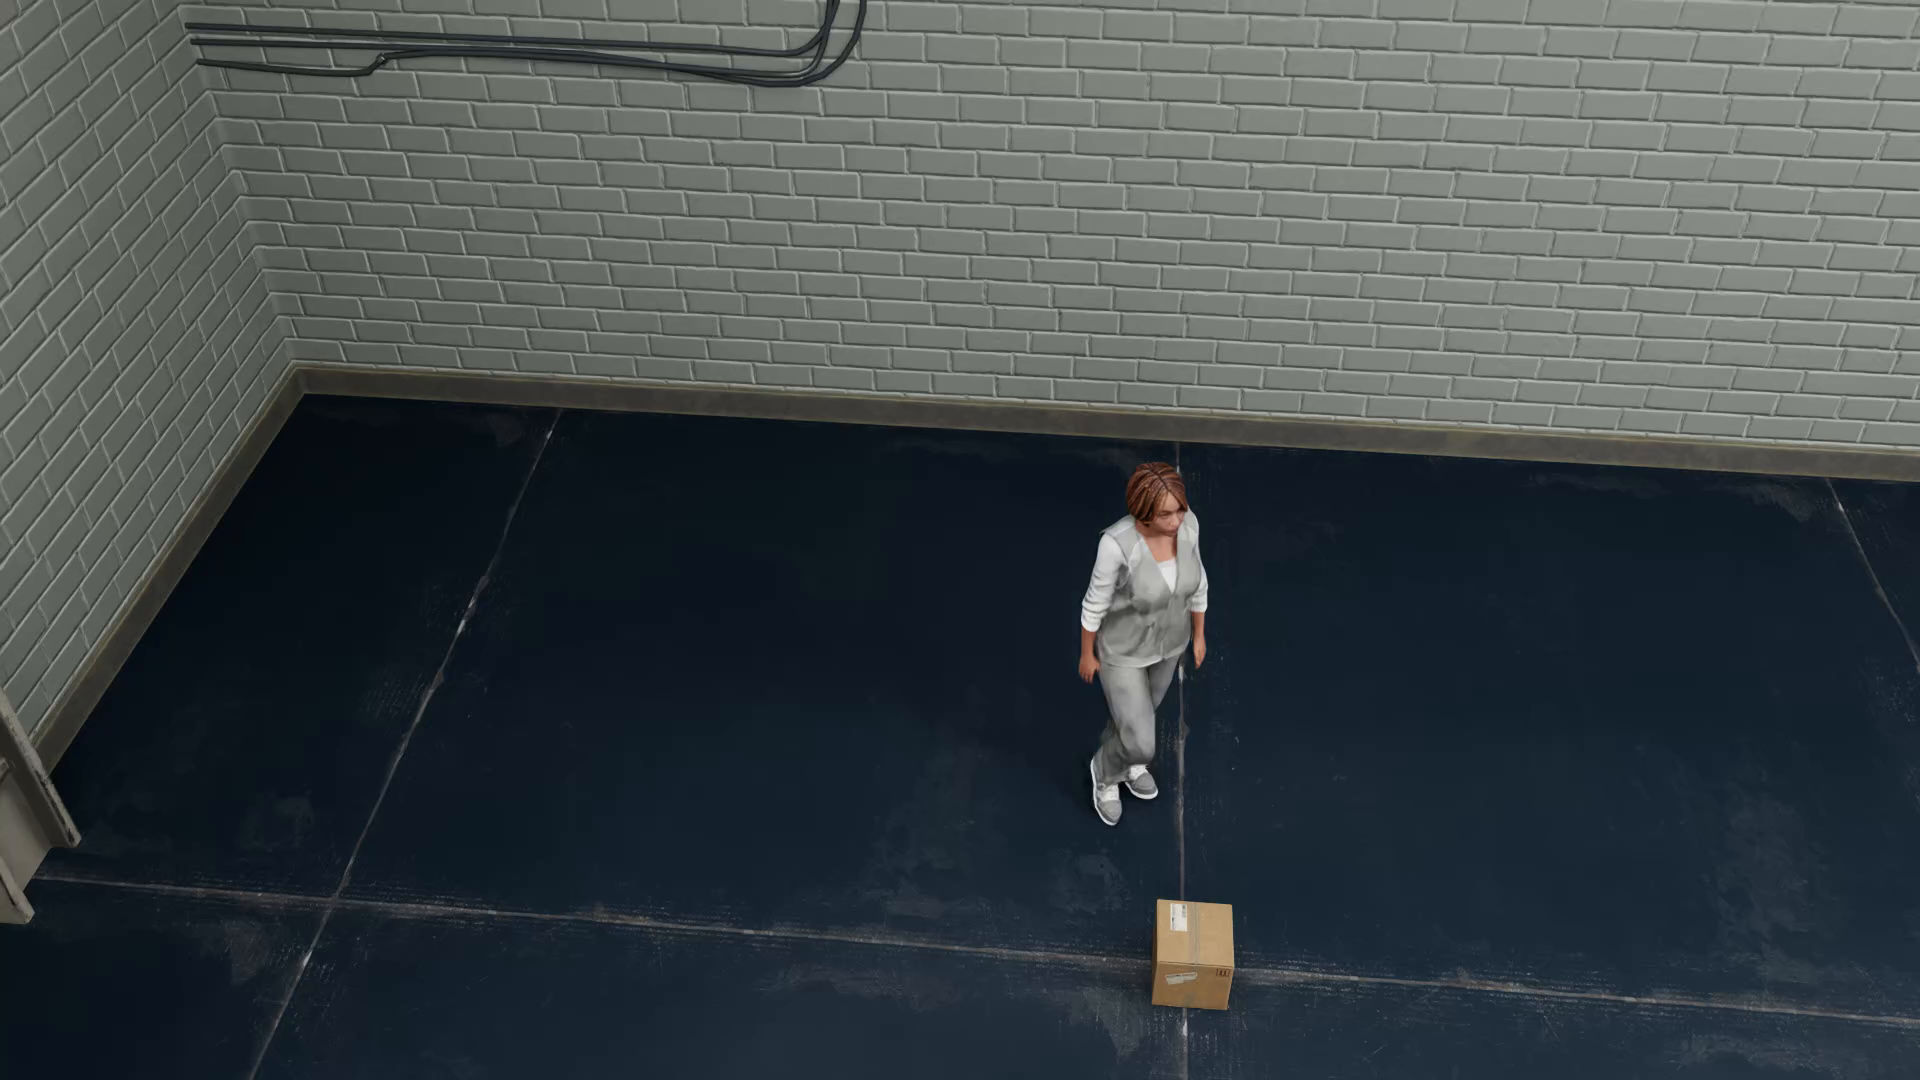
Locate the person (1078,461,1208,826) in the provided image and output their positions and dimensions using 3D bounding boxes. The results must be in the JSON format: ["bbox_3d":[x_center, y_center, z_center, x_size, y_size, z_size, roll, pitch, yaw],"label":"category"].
[{"bbox_3d":[0.633,0.366,5.717,0.445,1.578,0.447,-24,46,-25],"label":"person"}]
